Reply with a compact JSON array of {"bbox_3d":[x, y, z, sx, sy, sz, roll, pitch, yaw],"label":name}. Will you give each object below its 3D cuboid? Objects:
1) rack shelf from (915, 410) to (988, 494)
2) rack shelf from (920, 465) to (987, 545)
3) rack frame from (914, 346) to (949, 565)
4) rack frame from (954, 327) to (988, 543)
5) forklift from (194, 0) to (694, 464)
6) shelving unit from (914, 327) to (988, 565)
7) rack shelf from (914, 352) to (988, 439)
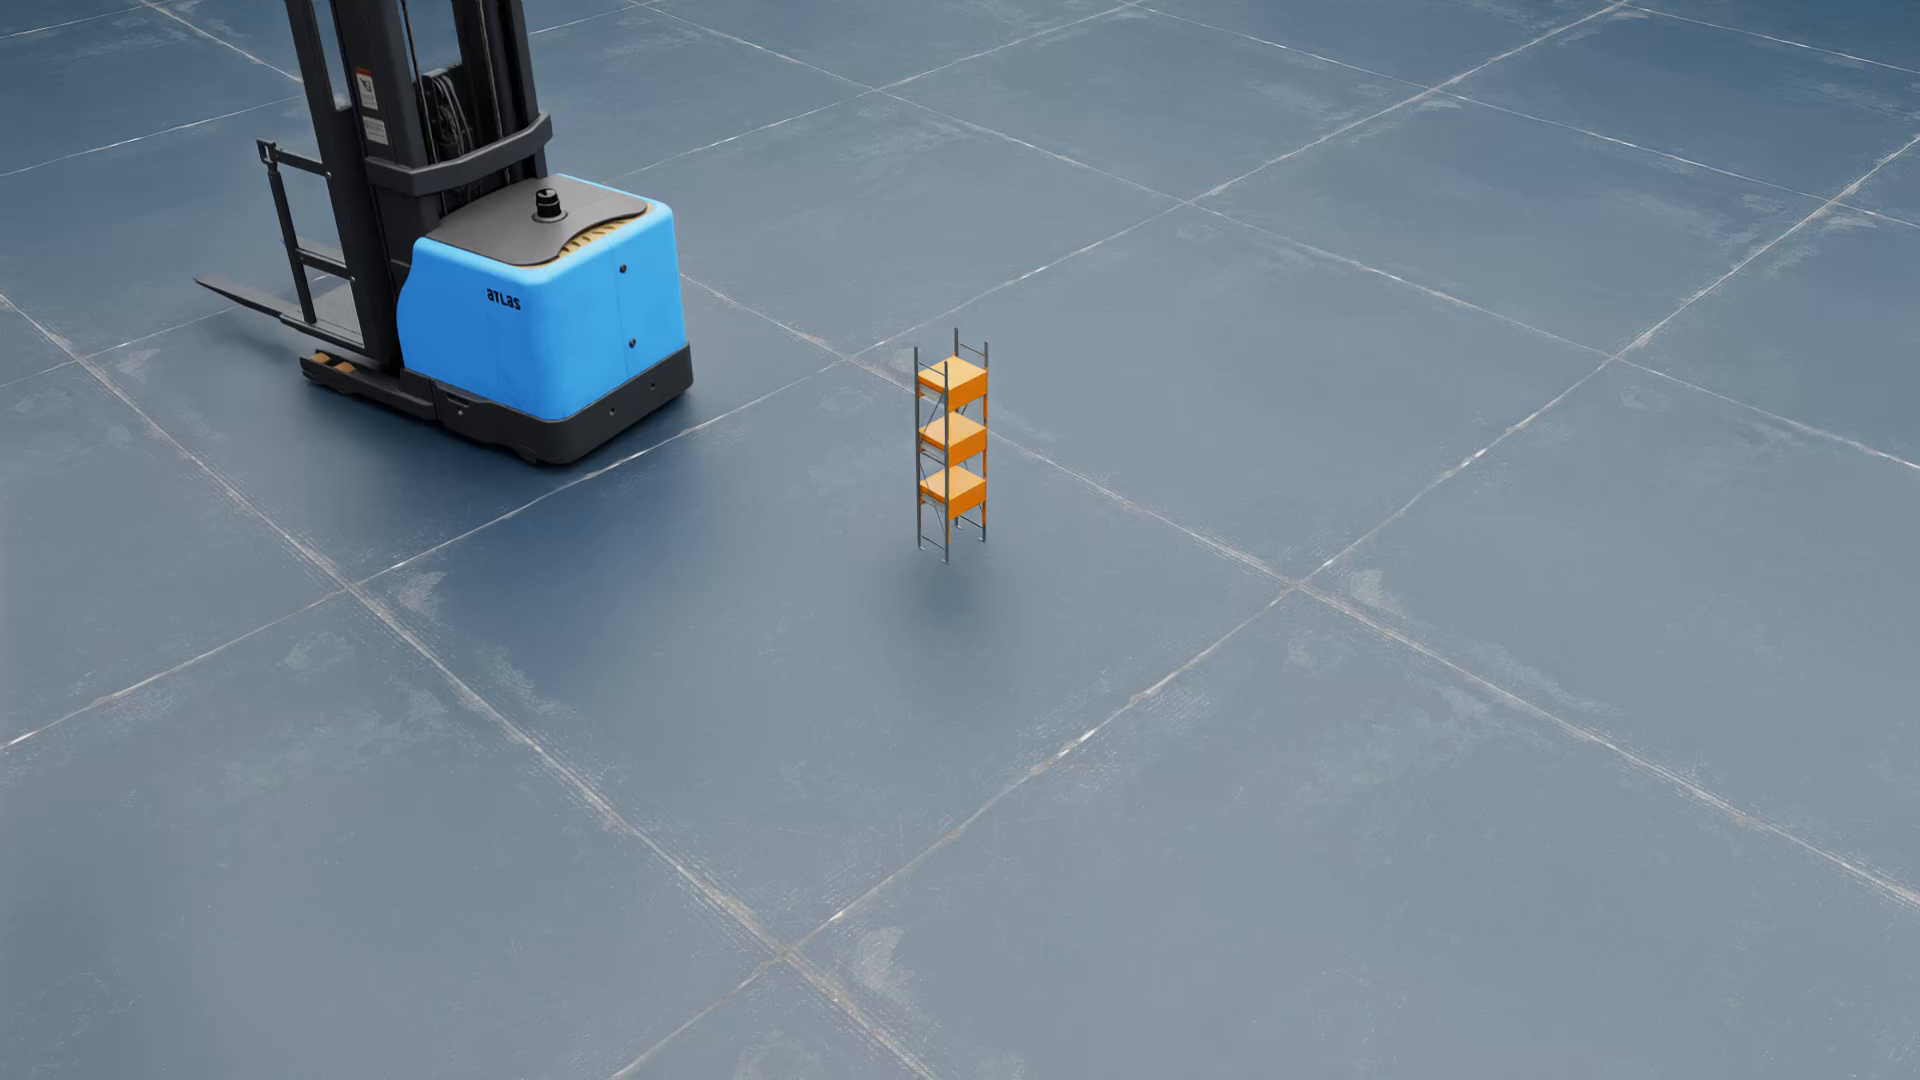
[{"bbox_3d":[-0.038,-0.400,7.425,0.215,0.259,0.240,30,45,35],"label":"rack shelf"},{"bbox_3d":[-0.038,-0.172,7.584,0.215,0.259,0.240,30,45,35],"label":"rack shelf"},{"bbox_3d":[-0.124,-0.359,7.348,0.200,1.050,0.008,30,45,35],"label":"rack frame"},{"bbox_3d":[0.048,-0.458,7.490,0.200,1.050,0.008,30,45,35],"label":"rack frame"},{"bbox_3d":[-2.931,-2.212,8.360,3.031,2.935,1.130,20,40,26],"label":"forklift"},{"bbox_3d":[-0.038,-0.409,7.419,0.215,1.050,0.252,30,45,35],"label":"shelving unit"},{"bbox_3d":[-0.038,-0.633,7.262,0.215,0.259,0.240,30,45,35],"label":"rack shelf"}]
